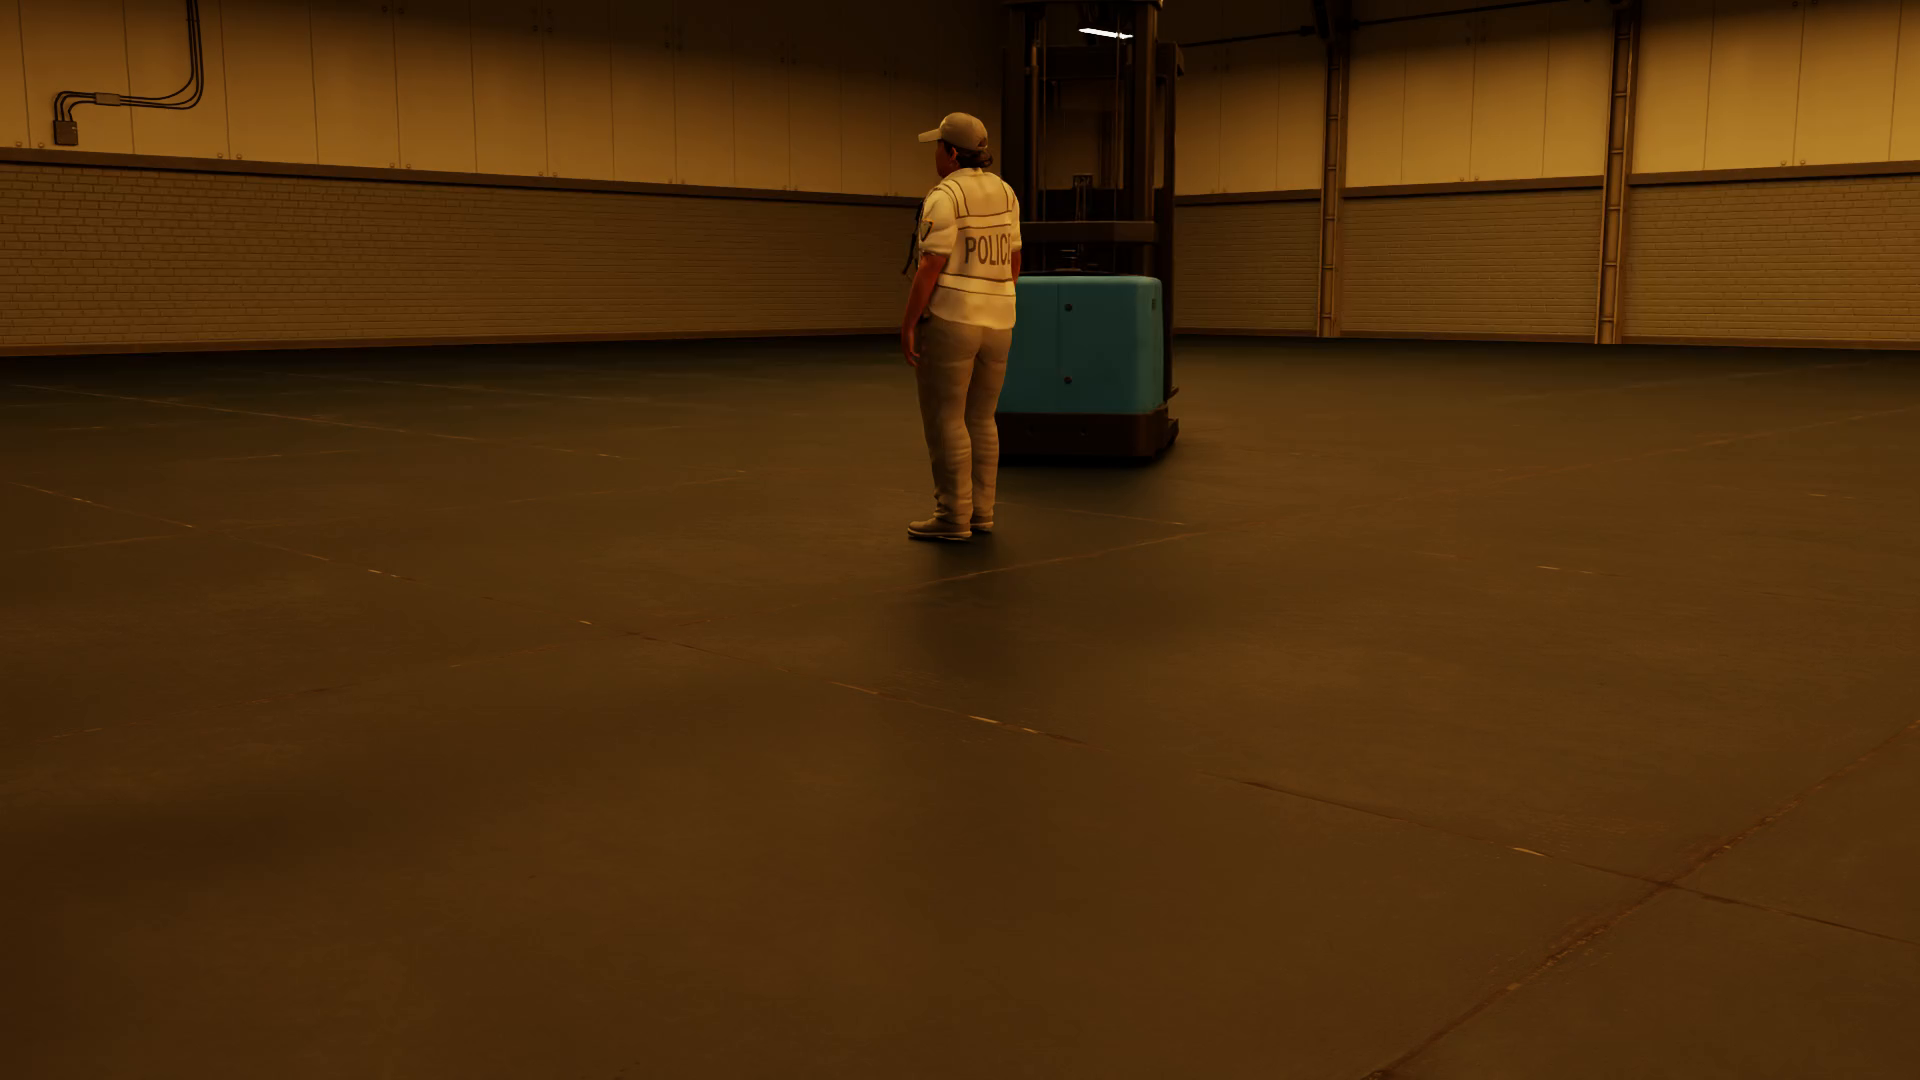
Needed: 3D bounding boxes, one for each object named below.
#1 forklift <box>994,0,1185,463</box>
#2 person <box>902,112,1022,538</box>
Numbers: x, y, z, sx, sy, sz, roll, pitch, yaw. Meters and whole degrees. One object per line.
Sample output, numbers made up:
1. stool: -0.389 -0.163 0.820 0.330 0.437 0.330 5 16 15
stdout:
1. forklift: 0.846 -2.078 10.673 1.130 2.935 3.031 2 9 11
2. person: -0.039 -0.843 6.661 0.529 1.670 0.598 8 12 43
